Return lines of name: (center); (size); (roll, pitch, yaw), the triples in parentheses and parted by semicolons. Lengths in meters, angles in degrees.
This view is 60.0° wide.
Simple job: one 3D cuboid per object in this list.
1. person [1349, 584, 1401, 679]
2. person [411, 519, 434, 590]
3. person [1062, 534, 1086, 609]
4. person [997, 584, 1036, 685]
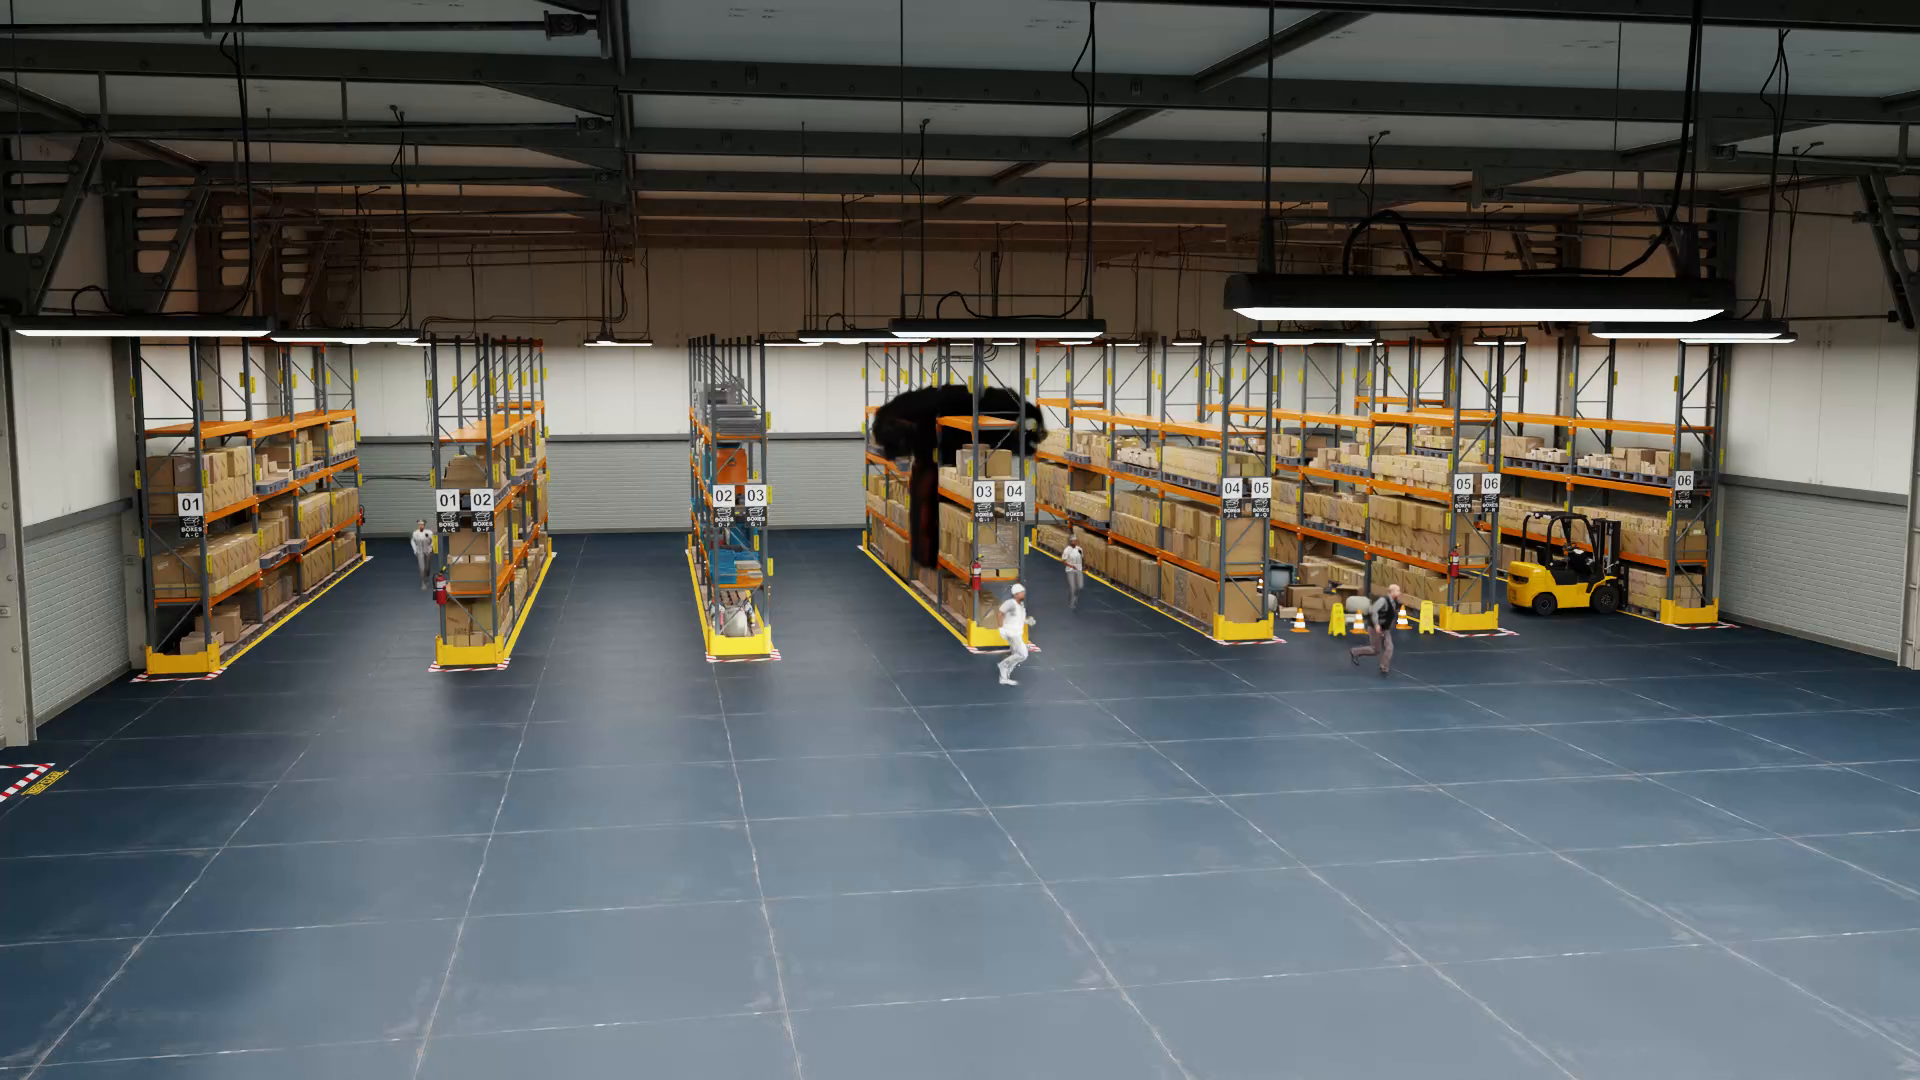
person: (7.306, 1.579, 29.254); (0.907, 1.675, 0.664); (4, 8, 34)
person: (-12.878, 0.323, 39.993); (0.616, 1.708, 0.734); (-2, 7, -13)
person: (2.546, 0.702, 36.725); (0.570, 1.661, 0.511); (-2, 7, -17)
person: (0.973, 1.616, 28.355); (0.617, 1.729, 0.679); (2, 7, 19)
